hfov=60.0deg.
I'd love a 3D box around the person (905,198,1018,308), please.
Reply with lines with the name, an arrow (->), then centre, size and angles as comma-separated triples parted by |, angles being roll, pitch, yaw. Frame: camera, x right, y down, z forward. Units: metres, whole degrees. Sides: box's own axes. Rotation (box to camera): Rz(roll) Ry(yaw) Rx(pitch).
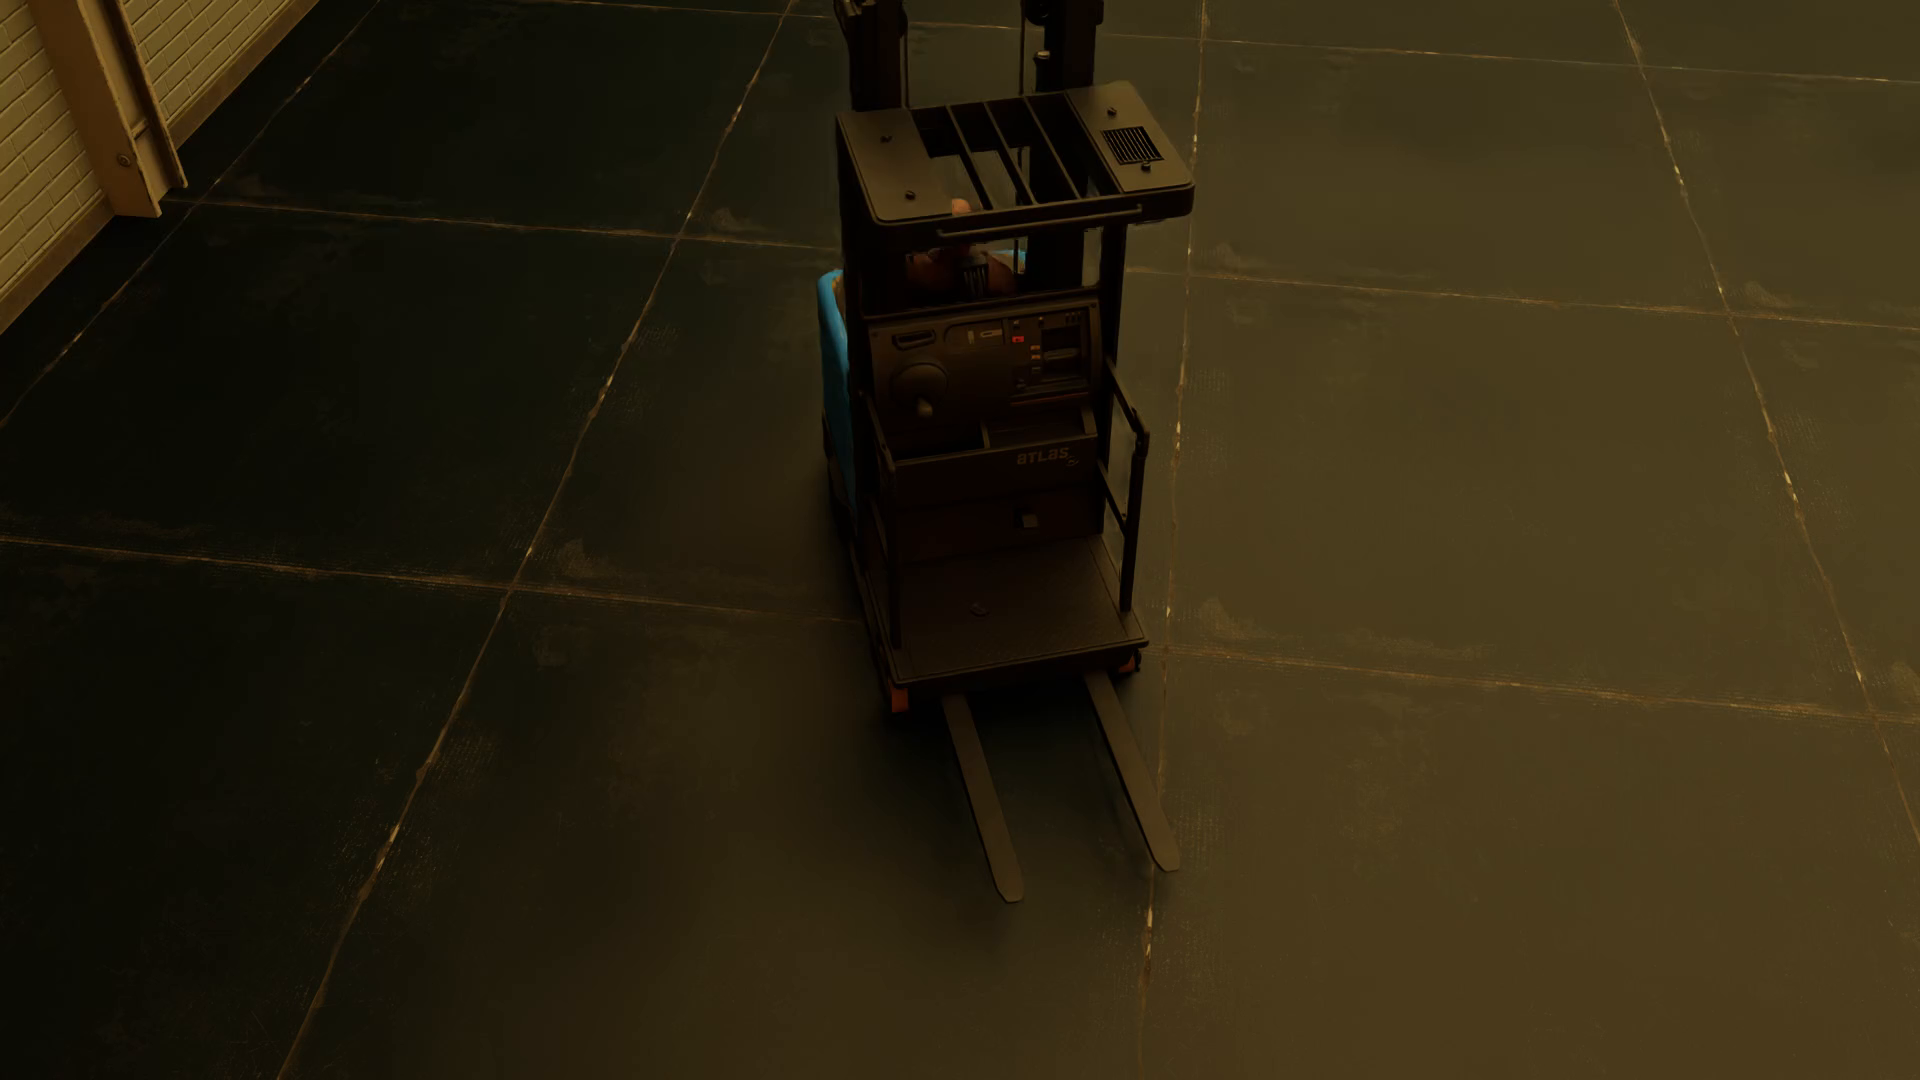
person -> 0.002, -0.772, 7.141 | 0.546, 1.683, 0.422 | 5, 43, 6

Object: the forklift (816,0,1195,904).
forklift -> 0.156, -0.629, 6.409 | 1.130, 2.935, 3.031 | -9, 43, -10
